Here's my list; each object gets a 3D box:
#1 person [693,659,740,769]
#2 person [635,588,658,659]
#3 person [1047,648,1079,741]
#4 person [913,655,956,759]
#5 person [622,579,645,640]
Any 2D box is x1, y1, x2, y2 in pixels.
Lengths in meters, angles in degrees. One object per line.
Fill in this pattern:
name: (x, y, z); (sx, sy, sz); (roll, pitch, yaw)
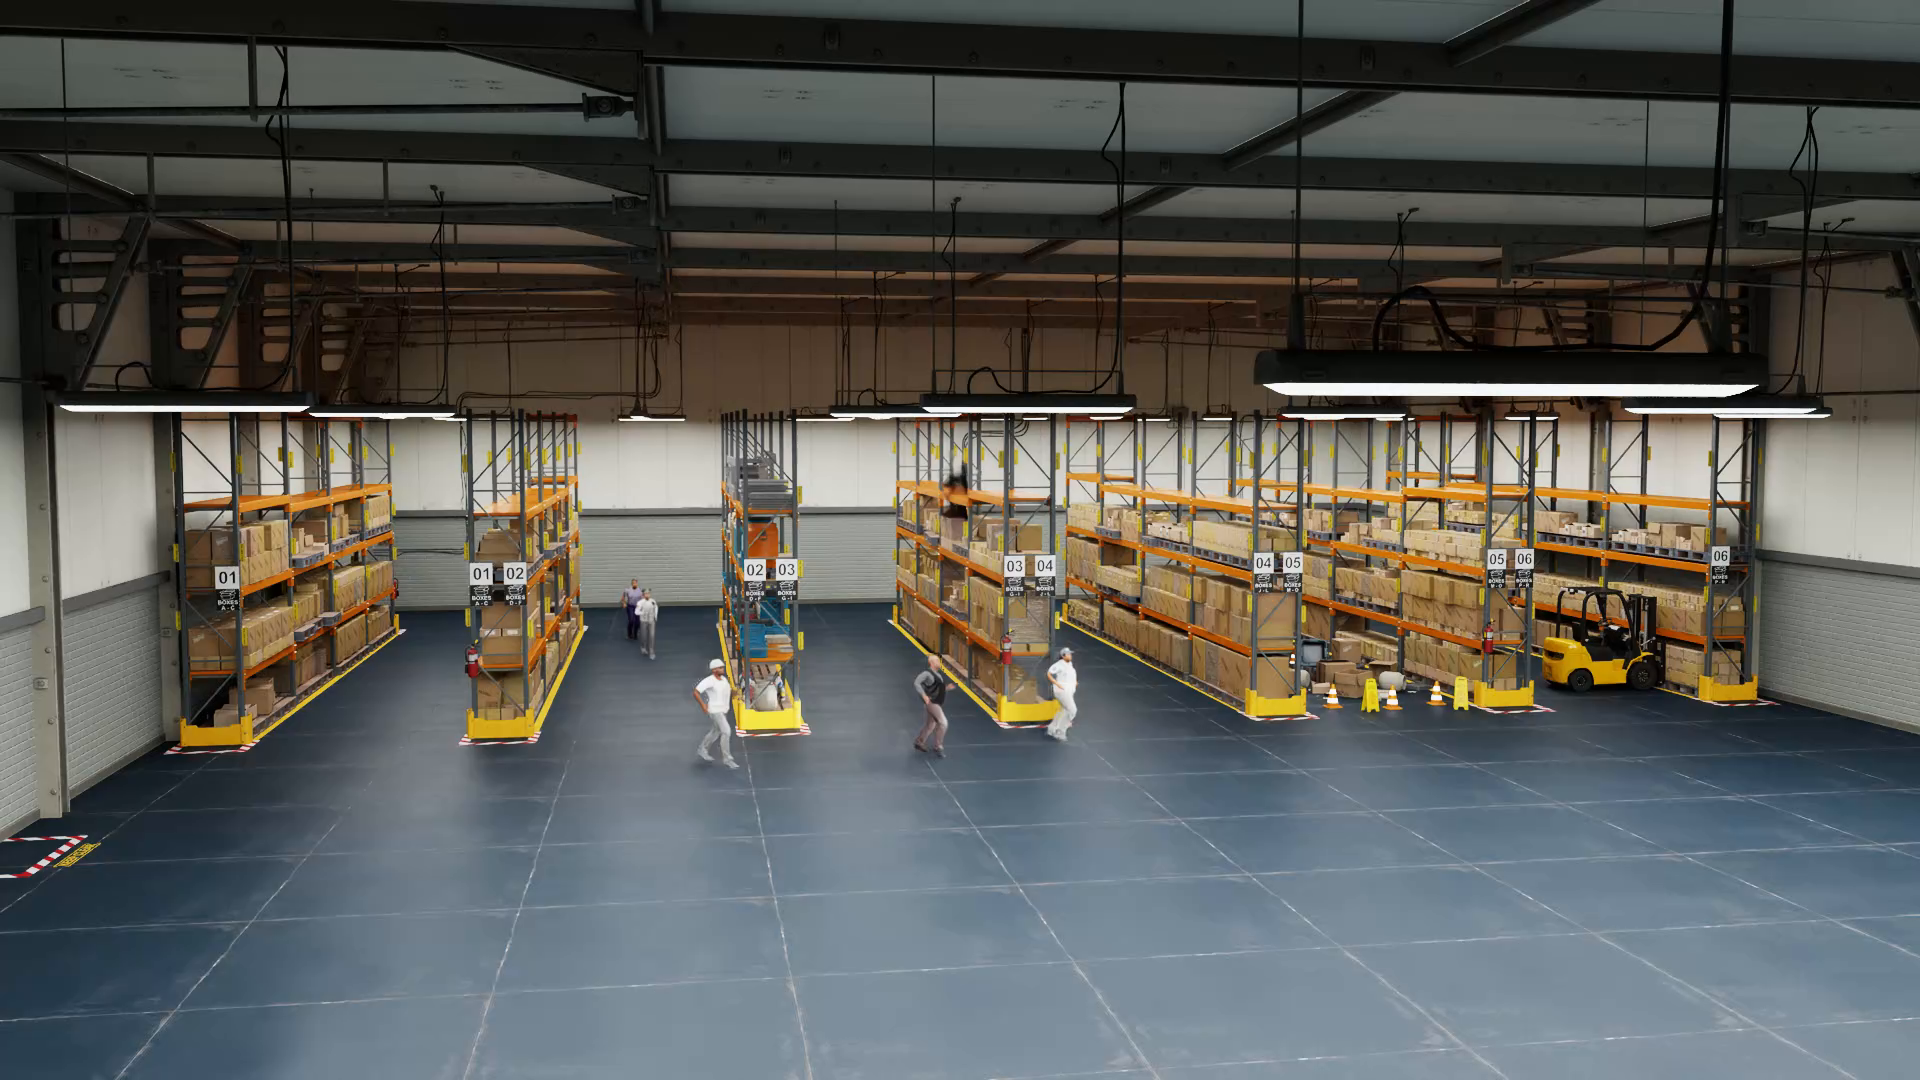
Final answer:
person: (-4.039, 2.887, 27.763); (0.876, 1.801, 0.686); (1, 4, 19)
person: (-7.648, 2.018, 40.687); (0.612, 1.702, 0.919); (-2, 4, -22)
person: (1.896, 2.804, 30.240); (0.619, 1.695, 0.634); (2, 5, 28)
person: (-0.455, 2.875, 28.651); (0.779, 1.781, 0.638); (1, 4, 19)
person: (-8.633, 1.837, 44.065); (0.577, 1.608, 0.724); (-2, 4, -23)
